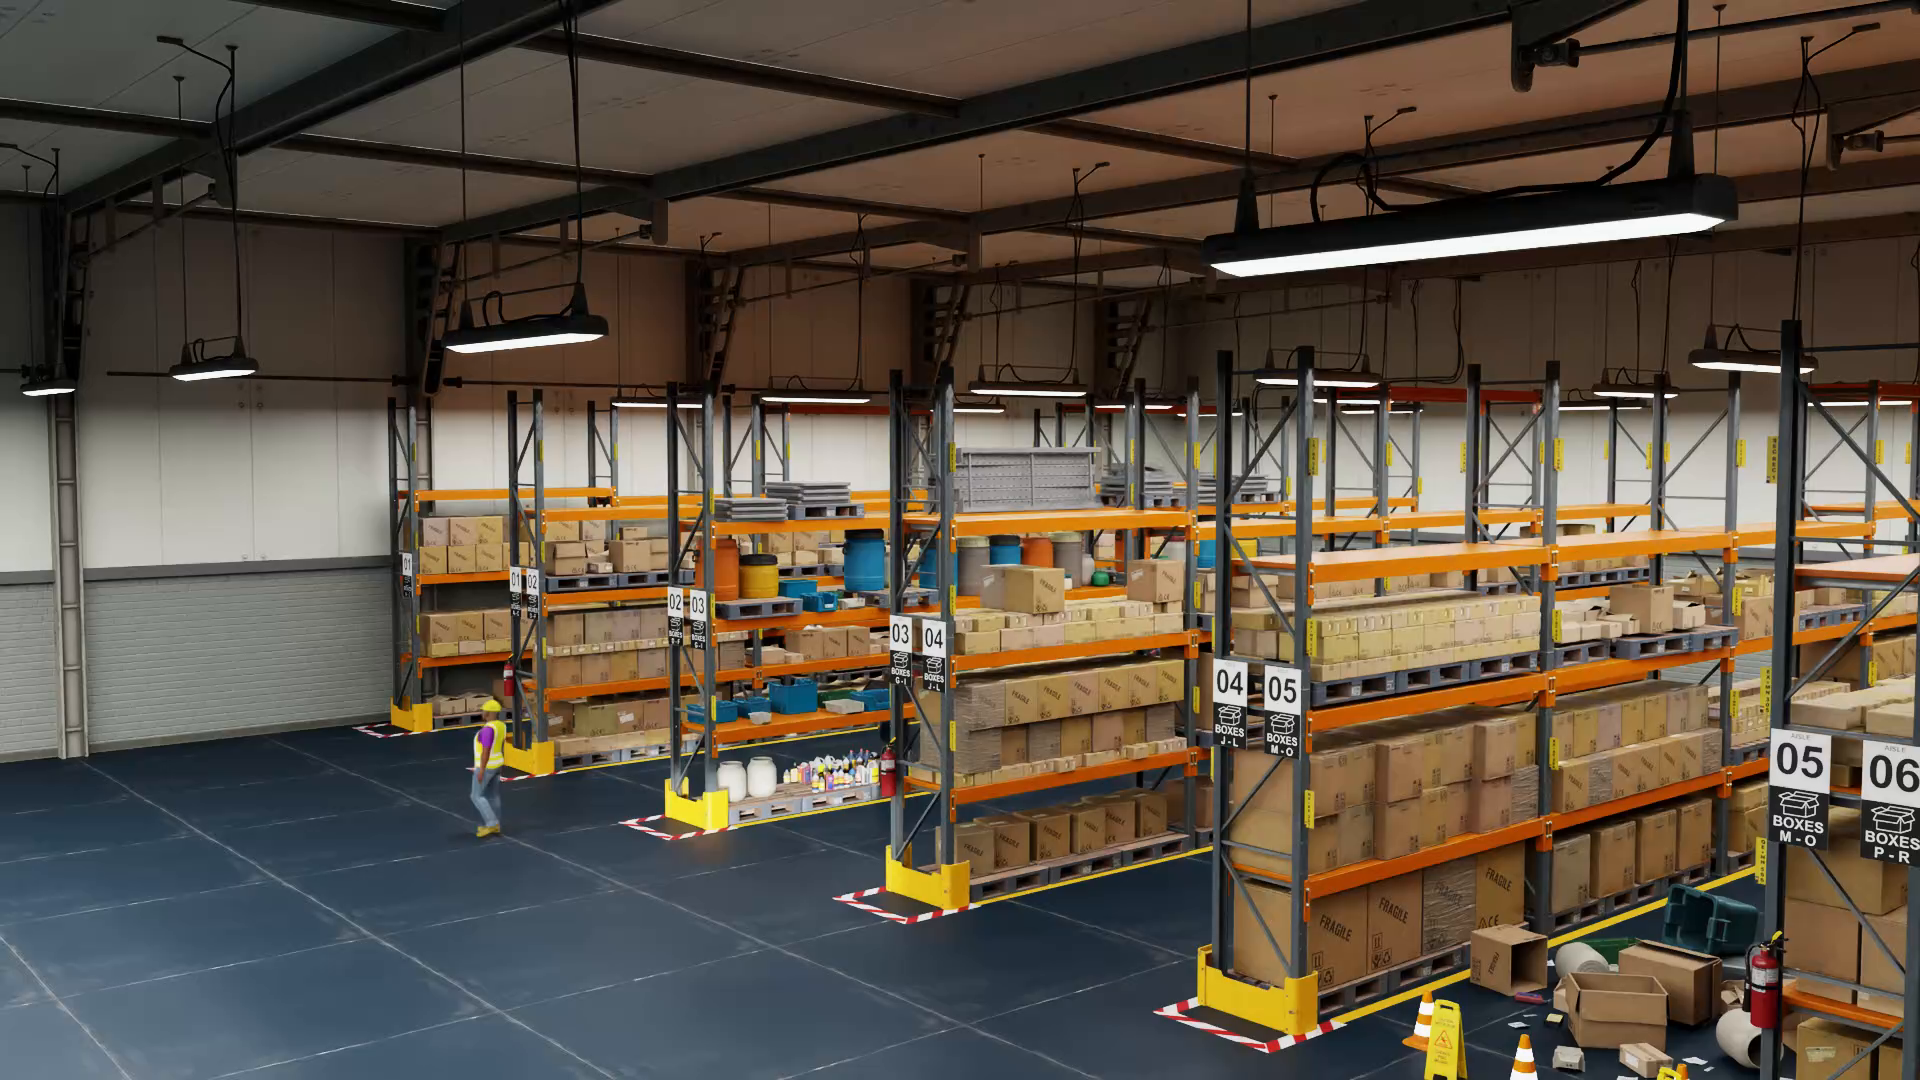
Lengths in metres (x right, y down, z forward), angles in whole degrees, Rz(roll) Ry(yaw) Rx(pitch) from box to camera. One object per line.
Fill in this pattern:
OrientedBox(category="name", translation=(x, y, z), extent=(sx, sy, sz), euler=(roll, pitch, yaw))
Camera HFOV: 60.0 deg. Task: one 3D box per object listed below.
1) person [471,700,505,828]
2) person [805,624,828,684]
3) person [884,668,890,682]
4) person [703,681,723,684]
OrientedBox(category="person", translation=(-6.208, 2.962, 21.904), extent=(0.358, 1.708, 0.616), euler=(1, 3, 9))
OrientedBox(category="person", translation=(-2.934, 2.281, 33.912), extent=(0.515, 1.673, 0.468), euler=(-1, 3, -18))
OrientedBox(category="person", translation=(-1.179, 2.504, 26.697), extent=(0.439, 0.926, 0.430), euler=(1, 3, 15))
OrientedBox(category="person", translation=(-4.569, 2.513, 30.336), extent=(0.472, 1.608, 0.336), euler=(-2, 4, -33))
